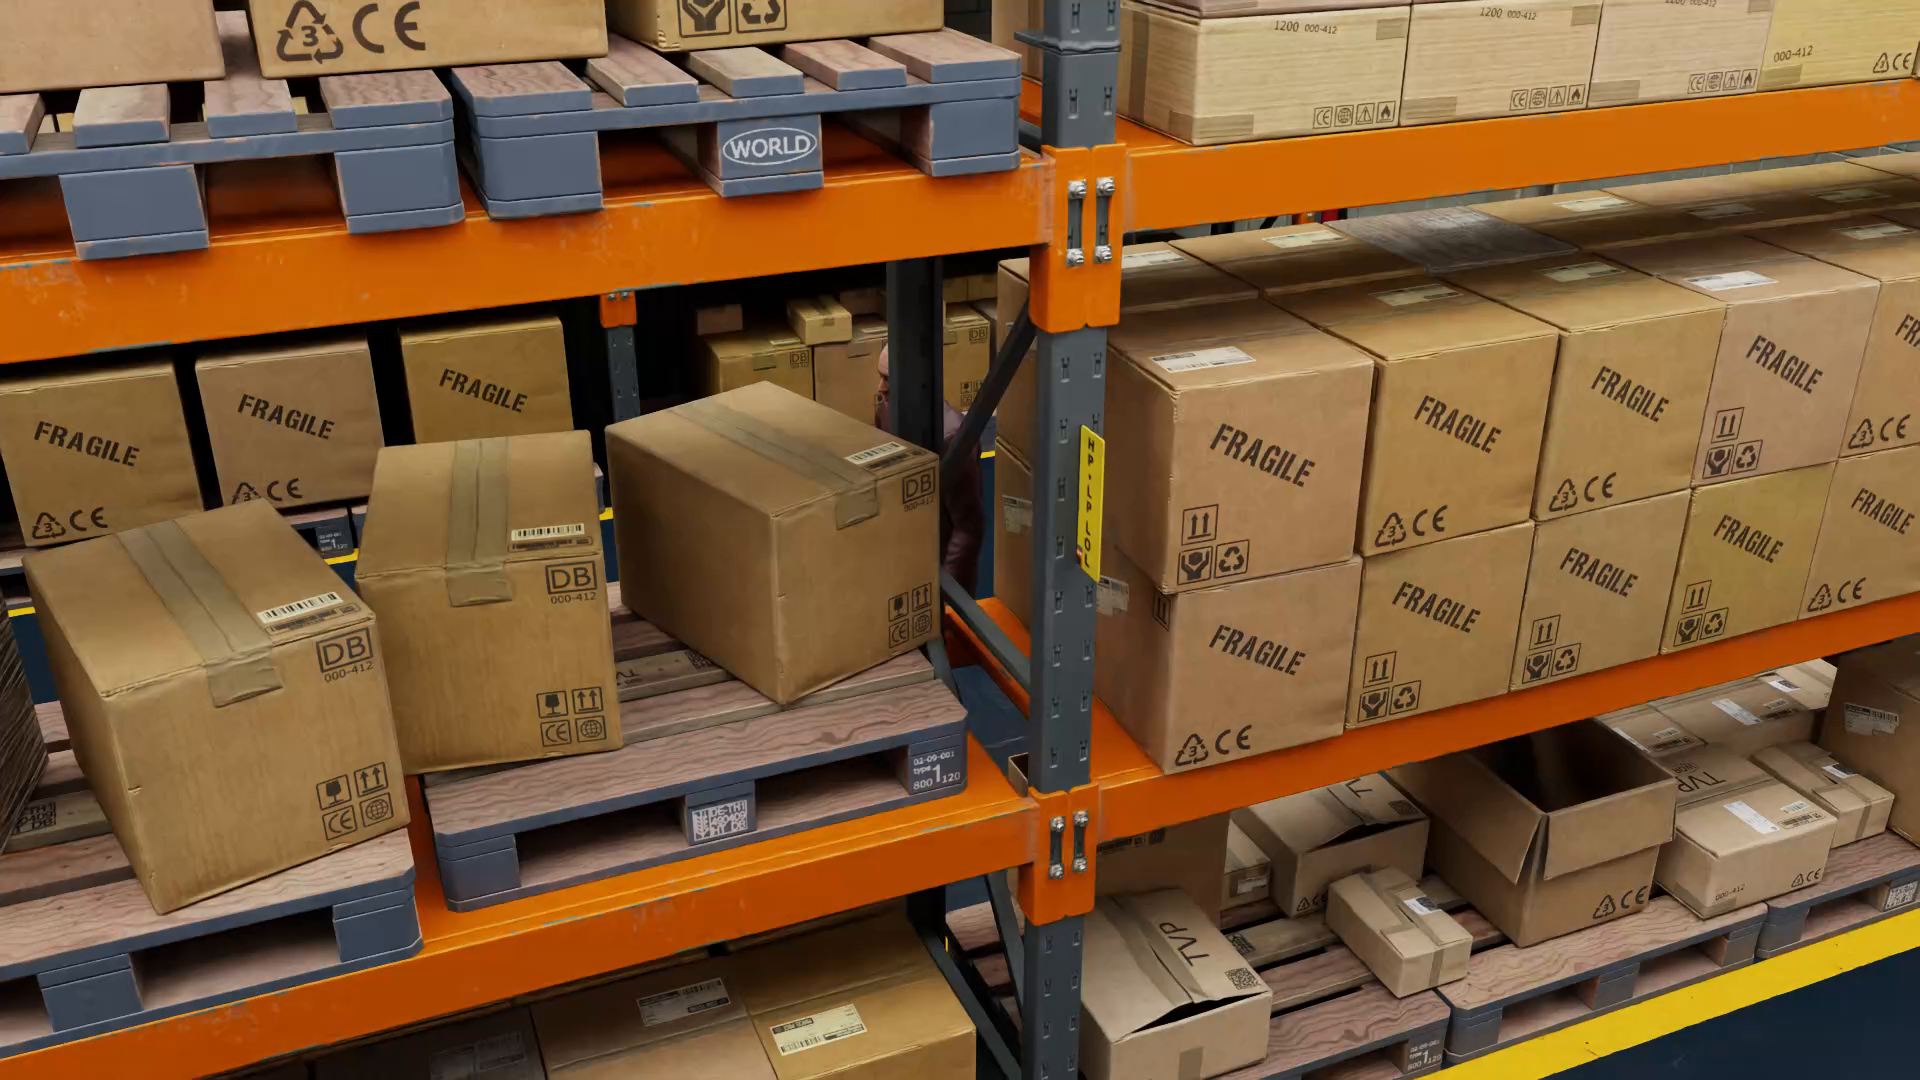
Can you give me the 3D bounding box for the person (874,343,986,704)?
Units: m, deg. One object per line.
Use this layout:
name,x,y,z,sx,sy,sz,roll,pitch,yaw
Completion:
person,-0.142,0.104,5.909,0.424,1.775,0.654,-13,29,-26
